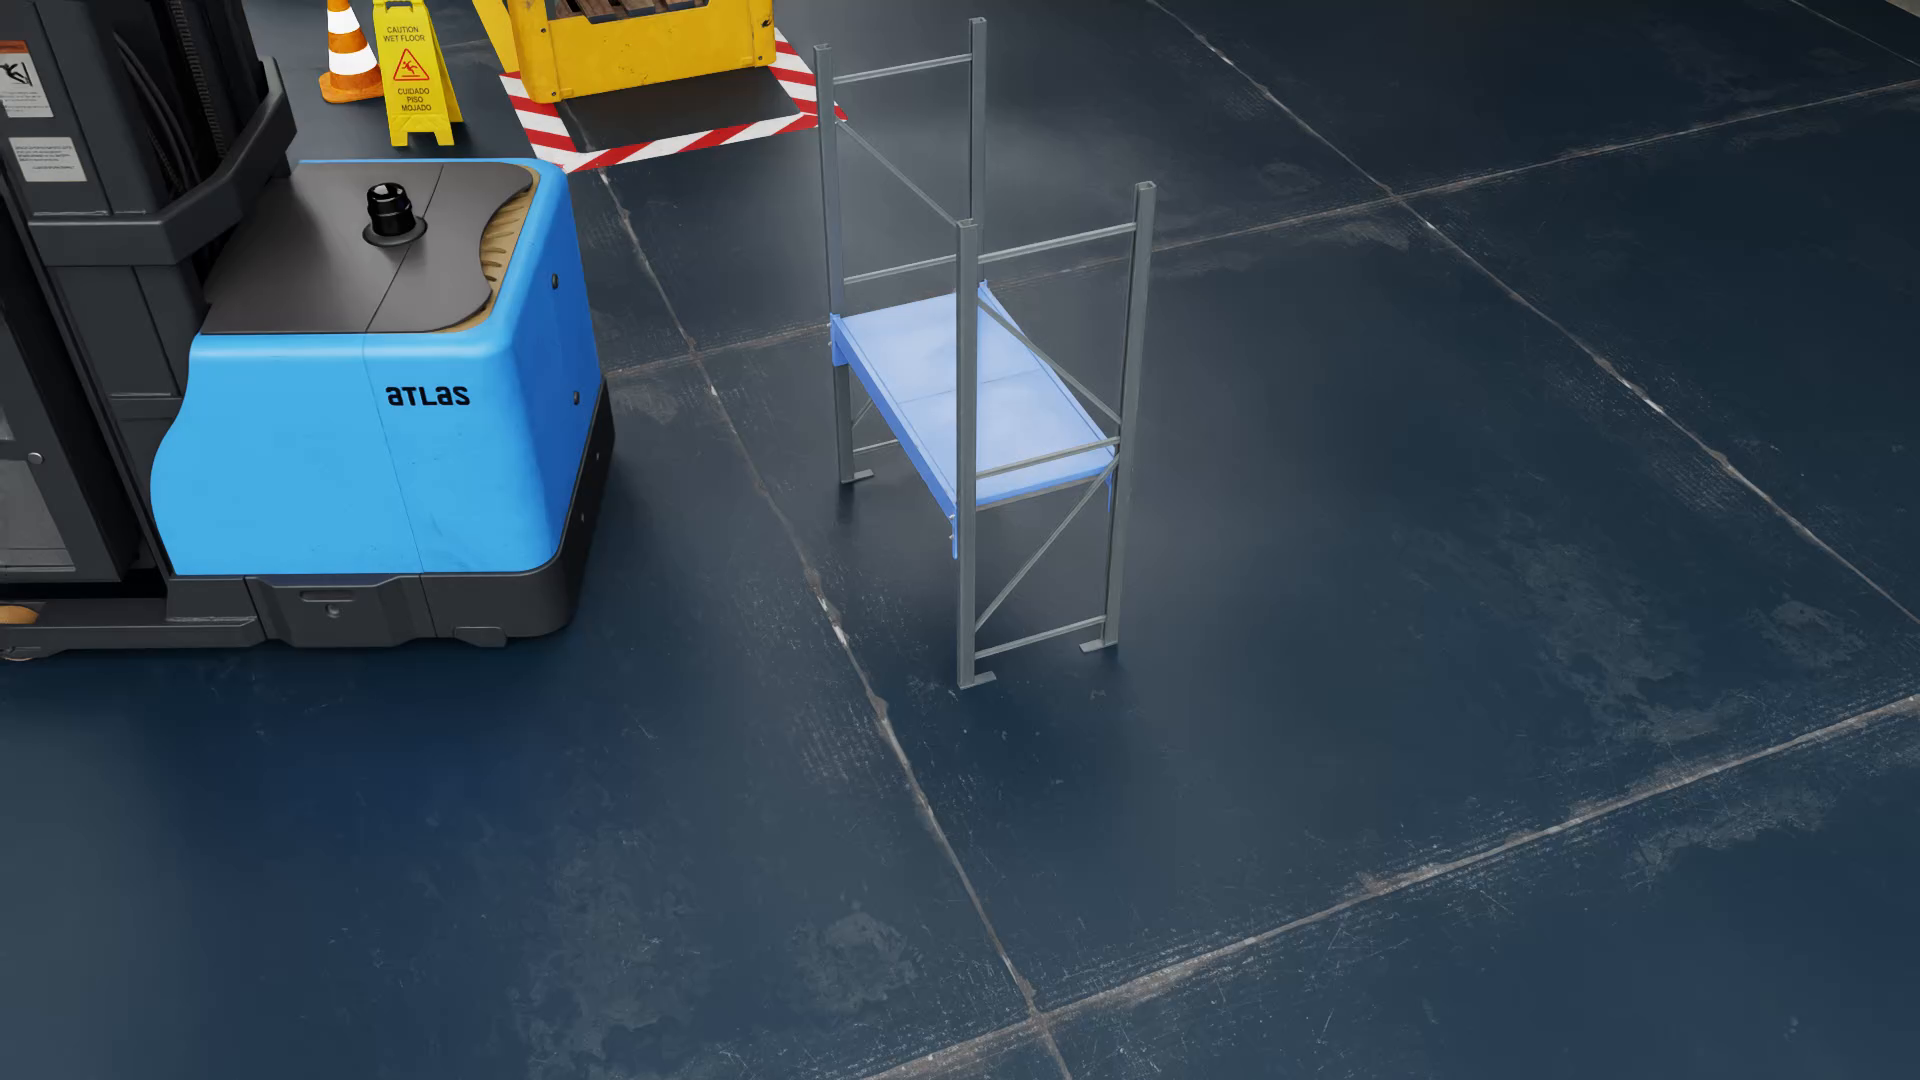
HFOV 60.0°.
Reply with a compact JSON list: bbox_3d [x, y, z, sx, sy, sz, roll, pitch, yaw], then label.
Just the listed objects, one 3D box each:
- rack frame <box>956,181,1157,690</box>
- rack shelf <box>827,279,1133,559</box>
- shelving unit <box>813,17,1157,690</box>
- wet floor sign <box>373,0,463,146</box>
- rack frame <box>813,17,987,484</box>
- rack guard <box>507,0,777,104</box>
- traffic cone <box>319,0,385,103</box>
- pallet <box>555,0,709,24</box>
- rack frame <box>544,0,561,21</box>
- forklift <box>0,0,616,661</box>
[{"bbox_3d":[0.227,-0.211,4.345,0.500,1.500,0.032,-15,43,-17],"label":"rack frame"},{"bbox_3d":[0.033,-0.381,4.819,0.538,0.185,1.000,-15,43,-17],"label":"rack shelf"},{"bbox_3d":[0.033,-0.517,4.701,0.538,1.500,1.048,-15,43,-17],"label":"shelving unit"},{"bbox_3d":[-2.345,-2.037,7.123,0.267,0.644,0.232,-2,41,-2],"label":"wet floor sign"},{"bbox_3d":[-0.162,-0.823,5.057,0.500,1.500,0.032,-15,43,-17],"label":"rack frame"},{"bbox_3d":[-1.458,-2.409,7.668,1.175,0.500,0.348,-15,43,-17],"label":"rack guard"},{"bbox_3d":[-2.785,-2.286,7.553,0.336,0.463,0.334,-15,43,-17],"label":"traffic cone"},{"bbox_3d":[-1.736,-2.797,8.341,1.003,0.211,1.213,-15,43,-17],"label":"pallet"},{"bbox_3d":[-1.429,-3.311,6.799,1.000,3.000,0.127,-15,43,-17],"label":"rack frame"},{"bbox_3d":[-2.656,-1.106,4.288,3.031,2.935,1.130,-1,41,-1],"label":"forklift"}]
